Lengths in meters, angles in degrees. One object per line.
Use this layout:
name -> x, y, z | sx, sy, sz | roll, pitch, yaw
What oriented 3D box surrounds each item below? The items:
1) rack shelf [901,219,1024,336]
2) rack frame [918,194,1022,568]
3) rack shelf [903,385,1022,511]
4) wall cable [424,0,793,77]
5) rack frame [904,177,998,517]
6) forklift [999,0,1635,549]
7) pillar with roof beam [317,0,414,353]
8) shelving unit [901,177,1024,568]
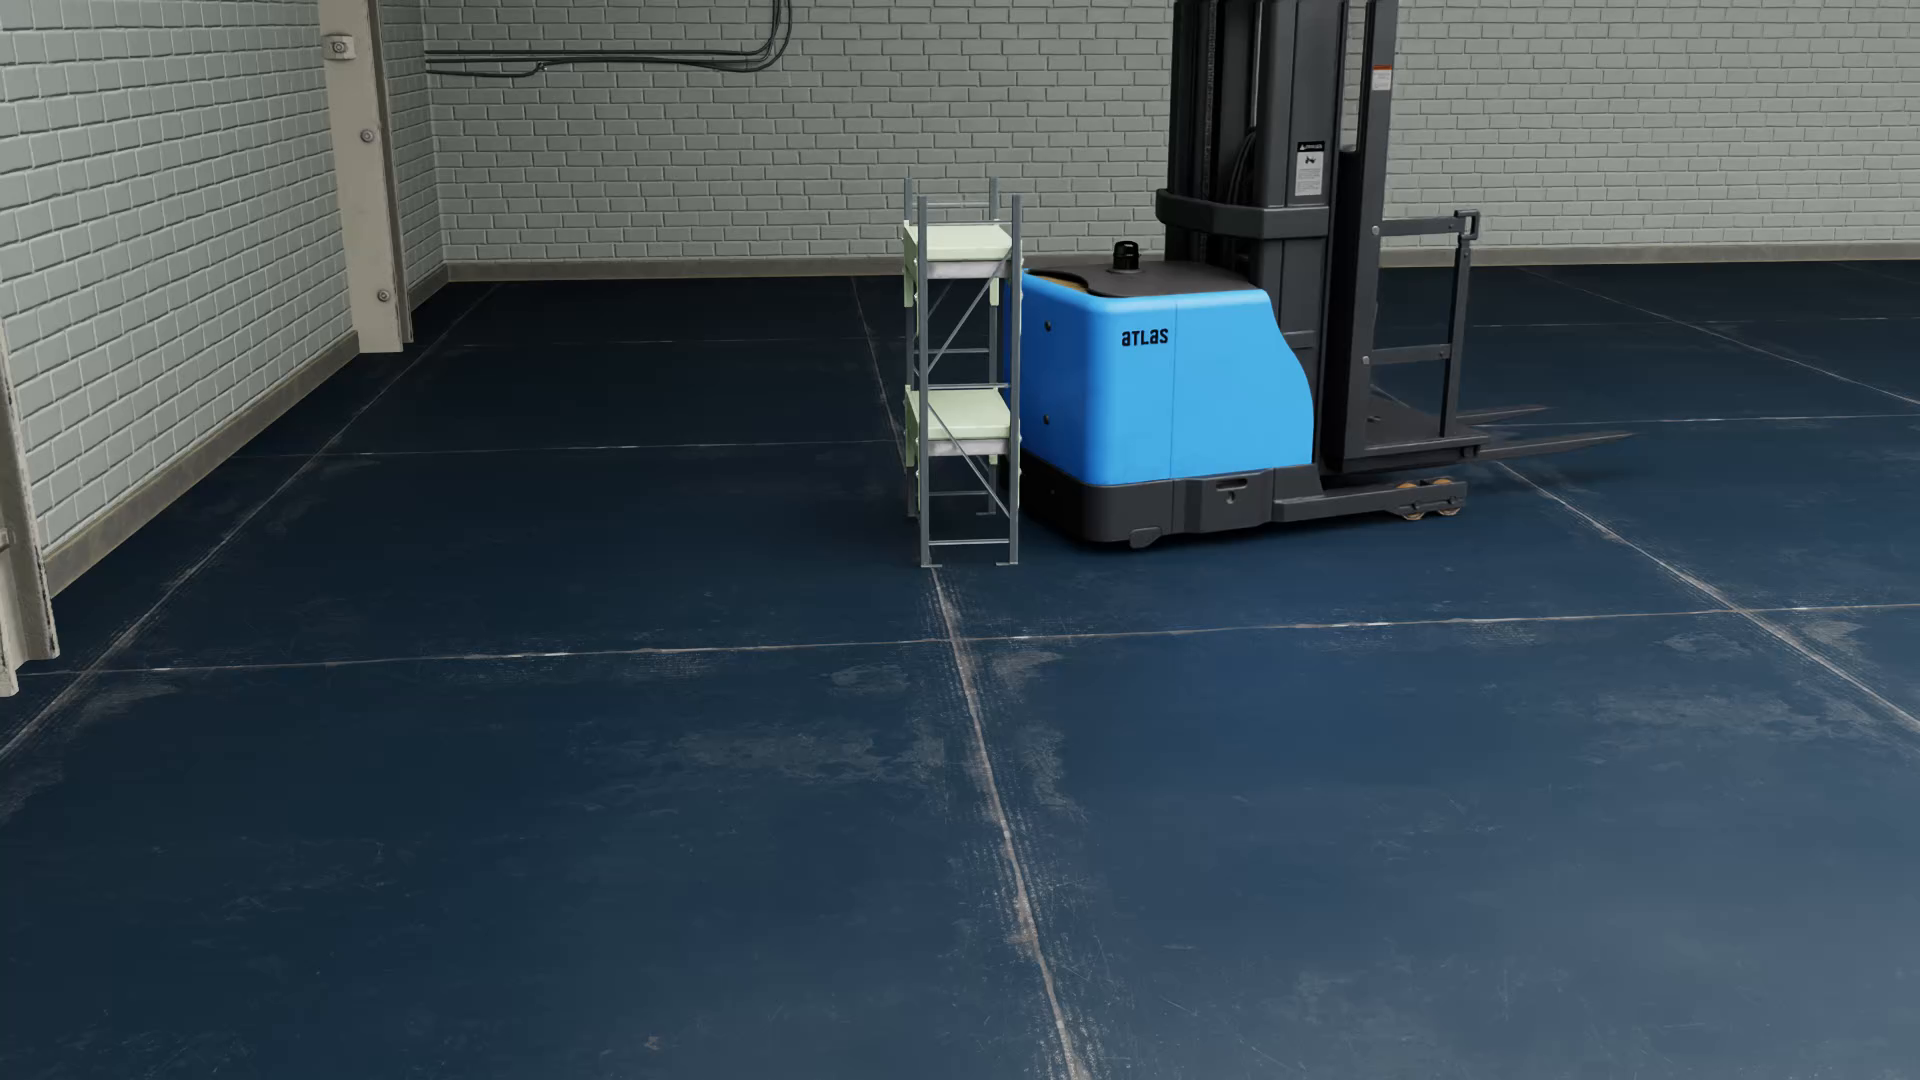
rack shelf -> -0.001, -1.090, 6.842 | 0.431, 0.370, 0.720 | -2, 18, -6
rack frame -> 0.037, -0.609, 6.611 | 0.400, 1.500, 0.023 | -2, 18, -6
rack shelf -> -0.001, -0.407, 7.056 | 0.431, 0.370, 0.720 | -2, 18, -6
wall cable -> -2.931, -5.054, 13.435 | 3.097, 2.526, 0.112 | -2, 18, -6
rack frame -> -0.038, -0.827, 7.306 | 0.400, 1.500, 0.023 | -2, 18, -6
forklift -> 1.750, -1.624, 7.457 | 3.031, 2.935, 1.130 | -7, 19, -21
pillar with roof beam -> 0.340, -5.750, 10.467 | 9.100, 9.000, 0.400 | -2, 18, -6
shelving unit -> -0.001, -0.718, 6.959 | 0.431, 1.500, 0.755 | -2, 18, -6
